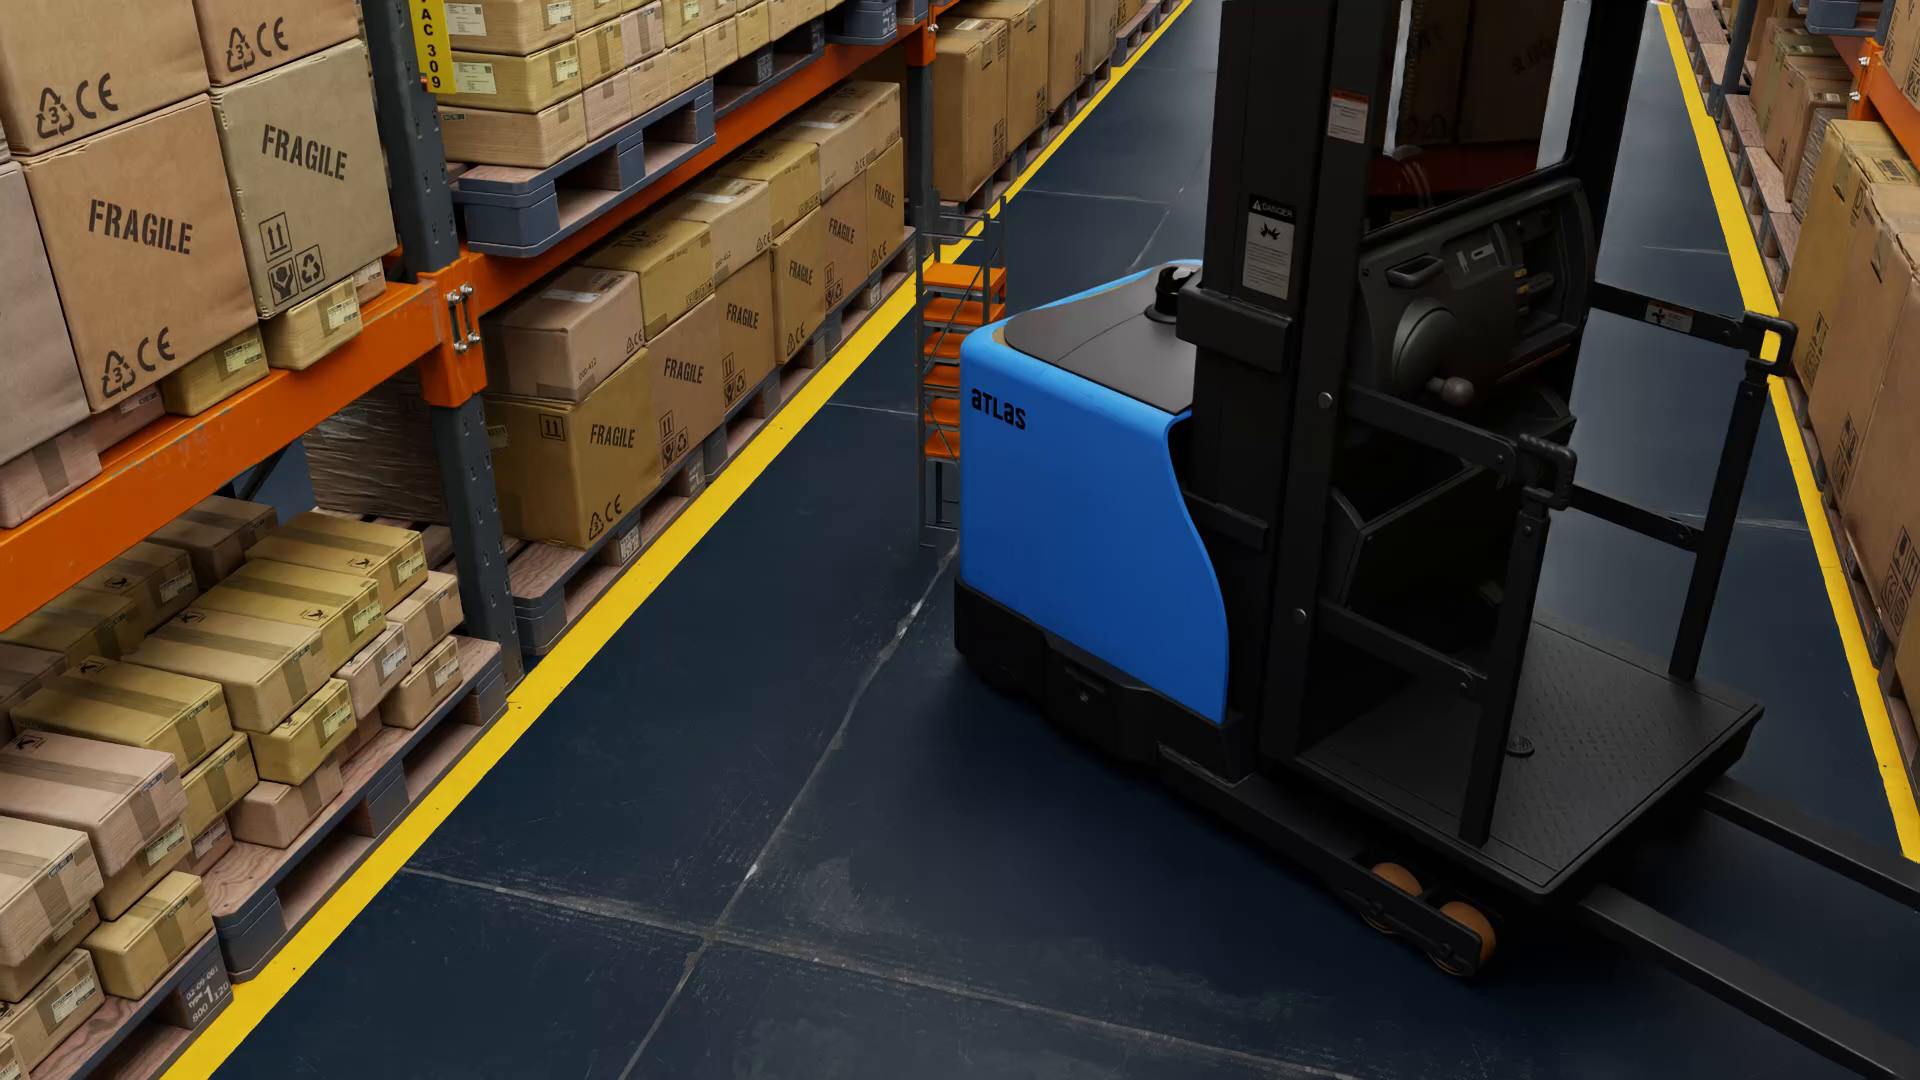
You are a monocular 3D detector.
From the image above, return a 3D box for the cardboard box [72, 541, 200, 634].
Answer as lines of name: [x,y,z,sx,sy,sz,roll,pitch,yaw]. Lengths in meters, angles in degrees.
cardboard box: [-2.239,0.115,4.346,0.380,0.149,0.250,10,31,17]

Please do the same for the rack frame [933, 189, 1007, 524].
rack frame: [0.031,-0.574,5.547,0.240,1.200,0.006,8,30,15]

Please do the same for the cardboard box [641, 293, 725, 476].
cardboard box: [-1.178,-0.580,5.846,0.500,0.500,0.500,10,31,17]

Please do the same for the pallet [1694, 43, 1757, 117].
pallet: [5.421,-2.999,10.923,1.003,0.211,1.213,8,30,15]

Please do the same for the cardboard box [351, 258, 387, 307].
cardboard box: [-1.662,-0.661,4.111,0.380,0.149,0.250,8,30,14]

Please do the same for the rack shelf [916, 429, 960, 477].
rack shelf: [0.004,-0.282,5.609,0.258,0.103,0.180,8,30,15]

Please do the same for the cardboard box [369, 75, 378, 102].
cardboard box: [-1.875,-1.224,4.690,0.380,0.149,0.250,8,30,14]

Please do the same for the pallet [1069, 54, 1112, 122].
pallet: [0.392,-3.067,11.046,1.003,0.211,1.213,8,30,15]

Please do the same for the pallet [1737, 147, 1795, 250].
pallet: [4.675,-1.751,8.680,1.003,0.211,1.213,8,30,15]

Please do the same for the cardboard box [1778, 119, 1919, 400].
cardboard box: [3.861,-0.979,6.177,1.225,0.875,0.875,7,30,13]

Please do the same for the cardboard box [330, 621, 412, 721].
cardboard box: [-1.658,0.314,4.294,0.380,0.149,0.250,7,30,12]

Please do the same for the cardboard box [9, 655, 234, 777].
cardboard box: [-1.912,0.418,3.801,0.380,0.149,0.250,9,30,17]

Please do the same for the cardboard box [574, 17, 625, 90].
cardboard box: [-1.173,-1.379,4.664,0.380,0.149,0.250,8,30,14]

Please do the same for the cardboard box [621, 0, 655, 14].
cardboard box: [-1.093,-1.637,4.822,0.380,0.149,0.250,9,30,15]

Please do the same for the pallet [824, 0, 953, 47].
pallet: [-0.735,-2.366,7.114,1.213,0.211,1.003,8,30,15]

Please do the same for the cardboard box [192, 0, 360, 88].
cardboard box: [-1.682,-1.291,3.547,0.500,0.500,0.500,7,30,13]

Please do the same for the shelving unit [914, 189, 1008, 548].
shelving unit: [0.004,-0.531,5.470,0.258,1.200,0.189,8,30,15]

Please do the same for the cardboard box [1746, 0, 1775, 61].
cardboard box: [5.574,-3.439,10.985,0.500,0.500,0.500,19,34,30]

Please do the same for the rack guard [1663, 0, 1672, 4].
rack guard: [6.410,-4.631,13.561,1.175,0.500,0.348,8,30,15]

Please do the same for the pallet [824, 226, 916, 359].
pallet: [-0.859,-1.214,7.716,1.003,0.211,1.213,8,30,15]

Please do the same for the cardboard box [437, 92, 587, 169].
cardboard box: [-1.247,-1.128,4.519,0.380,0.149,0.250,7,30,12]

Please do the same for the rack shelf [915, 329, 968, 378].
rack shelf: [0.004,-0.597,5.434,0.258,0.103,0.180,8,30,15]

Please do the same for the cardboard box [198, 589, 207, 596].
cardboard box: [-2.214,0.118,4.647,0.380,0.149,0.250,10,31,17]

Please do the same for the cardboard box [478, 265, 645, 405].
cardboard box: [-1.333,-0.662,5.222,0.500,0.250,0.500,7,30,13]

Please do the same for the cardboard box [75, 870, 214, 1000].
cardboard box: [-1.895,0.837,3.660,0.380,0.149,0.250,8,30,15]

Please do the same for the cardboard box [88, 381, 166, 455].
cardboard box: [-1.910,-0.300,3.463,0.380,0.149,0.250,8,30,13]

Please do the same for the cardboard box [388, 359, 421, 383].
cardboard box: [-1.825,-0.738,5.359,0.500,0.250,0.500,8,30,14]

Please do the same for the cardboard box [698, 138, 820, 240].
cardboard box: [-0.880,-1.389,6.530,0.500,0.250,0.500,9,30,16]

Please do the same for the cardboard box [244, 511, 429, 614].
cardboard box: [-1.658,0.068,4.431,0.380,0.149,0.250,9,30,16]

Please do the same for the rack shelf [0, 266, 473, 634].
rack shelf: [-2.389,0.307,2.853,1.077,0.370,4.000,8,30,15]

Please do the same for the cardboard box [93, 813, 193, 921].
cardboard box: [-1.944,0.665,3.663,0.380,0.149,0.250,9,30,16]

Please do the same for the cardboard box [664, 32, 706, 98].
cardboard box: [-1.019,-1.490,5.169,0.380,0.149,0.250,9,30,15]

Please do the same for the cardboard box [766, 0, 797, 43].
cardboard box: [-0.792,-1.852,5.821,0.380,0.149,0.250,7,30,13]

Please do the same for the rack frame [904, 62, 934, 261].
rack frame: [-0.628,-2.796,7.691,1.000,3.000,0.127,8,30,15]

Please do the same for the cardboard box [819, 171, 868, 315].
cardboard box: [-0.727,-1.303,7.147,0.500,0.500,0.500,10,31,17]

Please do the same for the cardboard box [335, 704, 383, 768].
cardboard box: [-1.748,0.465,4.329,0.380,0.149,0.250,9,30,16]

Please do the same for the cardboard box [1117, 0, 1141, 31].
cardboard box: [0.798,-4.192,11.954,0.875,0.875,0.875,9,30,16]

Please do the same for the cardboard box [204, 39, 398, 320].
cardboard box: [-1.674,-0.846,3.776,0.500,0.500,0.500,9,30,15]

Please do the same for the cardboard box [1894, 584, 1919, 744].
cardboard box: [3.078,0.262,3.946,1.225,0.875,0.875,9,30,15]

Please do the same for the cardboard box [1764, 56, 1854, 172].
cardboard box: [4.735,-2.239,8.808,0.700,0.500,0.500,6,30,11]

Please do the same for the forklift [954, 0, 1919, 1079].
forklift: [1.349,-0.541,3.707,1.130,2.935,3.031,-24,37,-36]

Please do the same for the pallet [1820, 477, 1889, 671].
pallet: [3.420,0.098,5.357,1.003,0.211,1.213,8,30,15]

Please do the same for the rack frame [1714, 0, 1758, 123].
rack frame: [5.258,-3.900,9.675,1.000,3.000,0.127,8,30,15]

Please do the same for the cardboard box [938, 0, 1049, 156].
cardboard box: [-0.110,-2.673,9.352,1.050,0.750,0.750,9,30,16]

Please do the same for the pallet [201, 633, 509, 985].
pallet: [-1.965,0.599,4.457,1.003,0.211,1.213,8,30,15]

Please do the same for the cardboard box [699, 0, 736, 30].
cardboard box: [-0.944,-1.746,5.323,0.380,0.149,0.250,10,31,17]
